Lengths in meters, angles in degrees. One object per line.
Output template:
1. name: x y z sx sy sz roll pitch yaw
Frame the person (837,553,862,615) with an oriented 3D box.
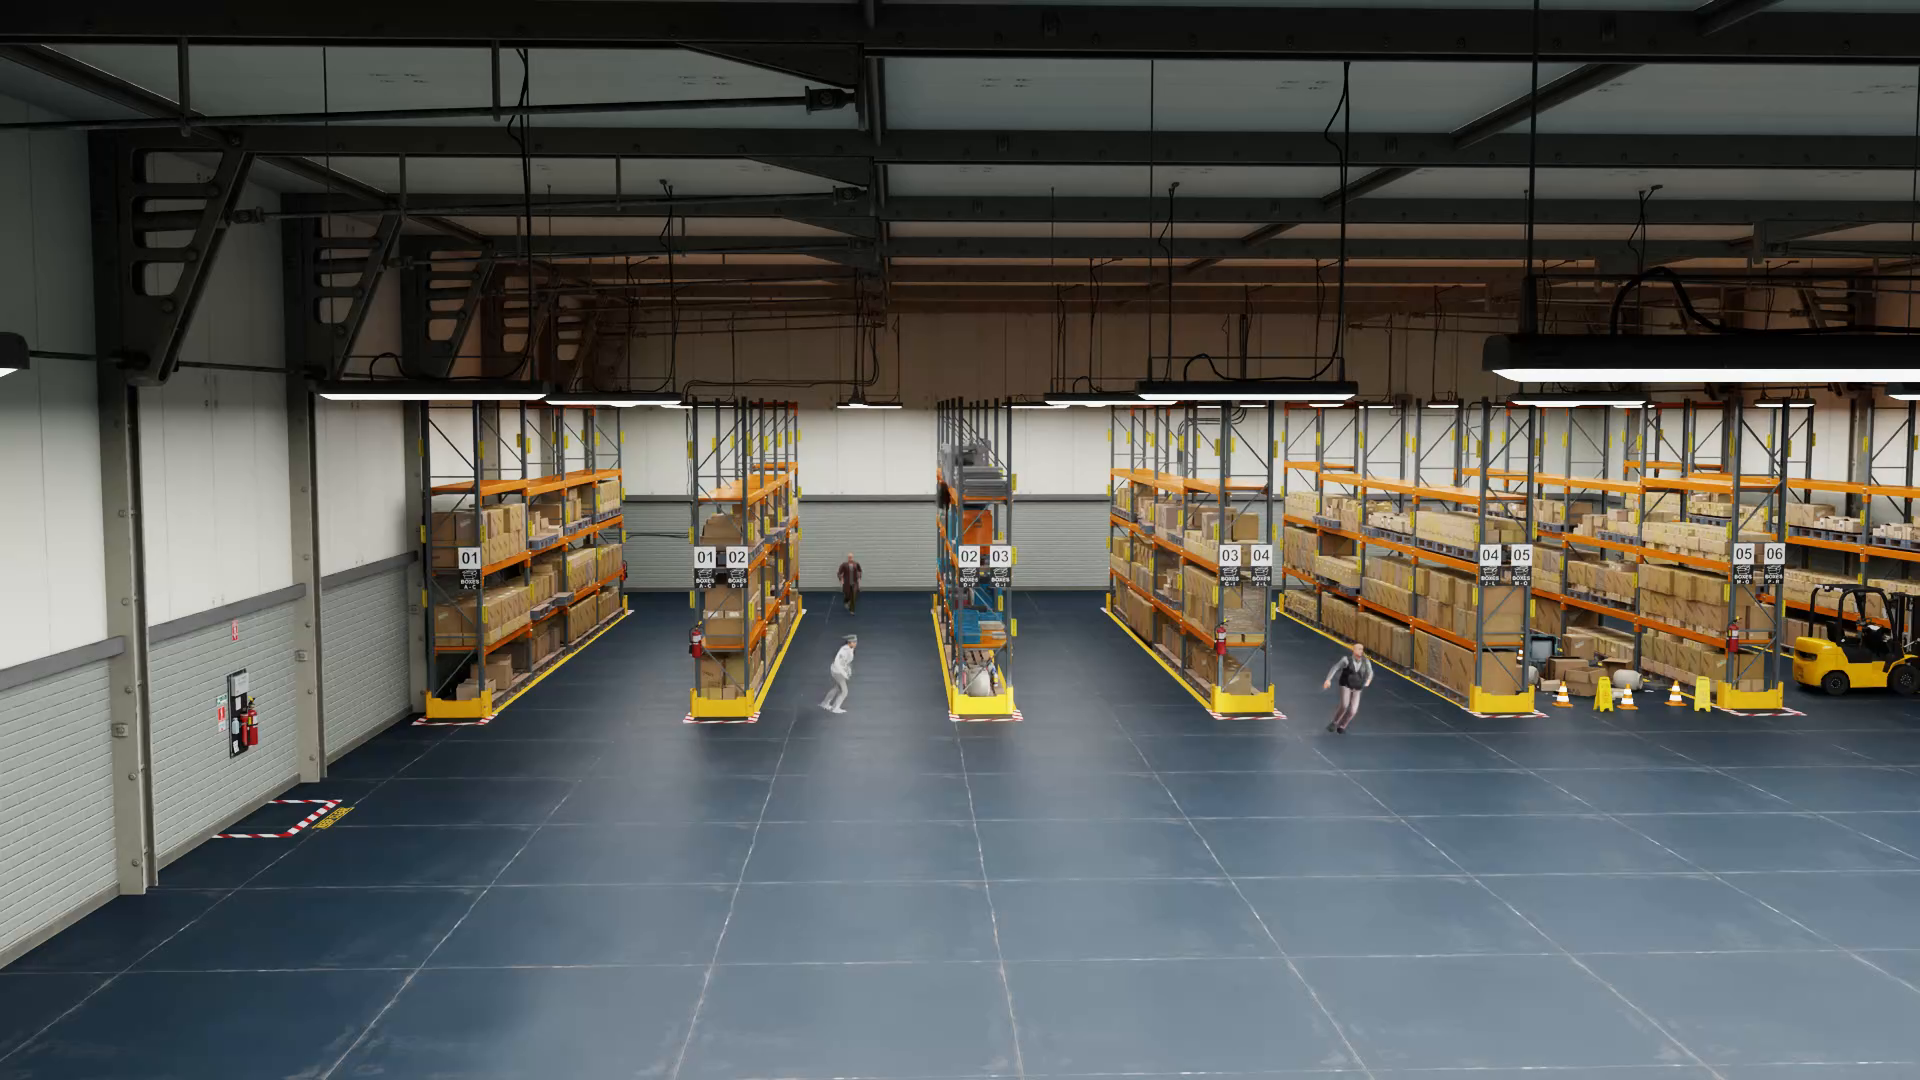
1. person: -3.100 1.239 46.988 0.725 1.735 0.805 -1 5 -16

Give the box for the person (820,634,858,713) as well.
1. person: -2.291 2.529 31.570 0.786 1.526 0.626 1 4 11

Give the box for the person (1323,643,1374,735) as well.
1. person: 6.952 2.657 29.495 0.840 1.651 0.621 -1 5 -14
